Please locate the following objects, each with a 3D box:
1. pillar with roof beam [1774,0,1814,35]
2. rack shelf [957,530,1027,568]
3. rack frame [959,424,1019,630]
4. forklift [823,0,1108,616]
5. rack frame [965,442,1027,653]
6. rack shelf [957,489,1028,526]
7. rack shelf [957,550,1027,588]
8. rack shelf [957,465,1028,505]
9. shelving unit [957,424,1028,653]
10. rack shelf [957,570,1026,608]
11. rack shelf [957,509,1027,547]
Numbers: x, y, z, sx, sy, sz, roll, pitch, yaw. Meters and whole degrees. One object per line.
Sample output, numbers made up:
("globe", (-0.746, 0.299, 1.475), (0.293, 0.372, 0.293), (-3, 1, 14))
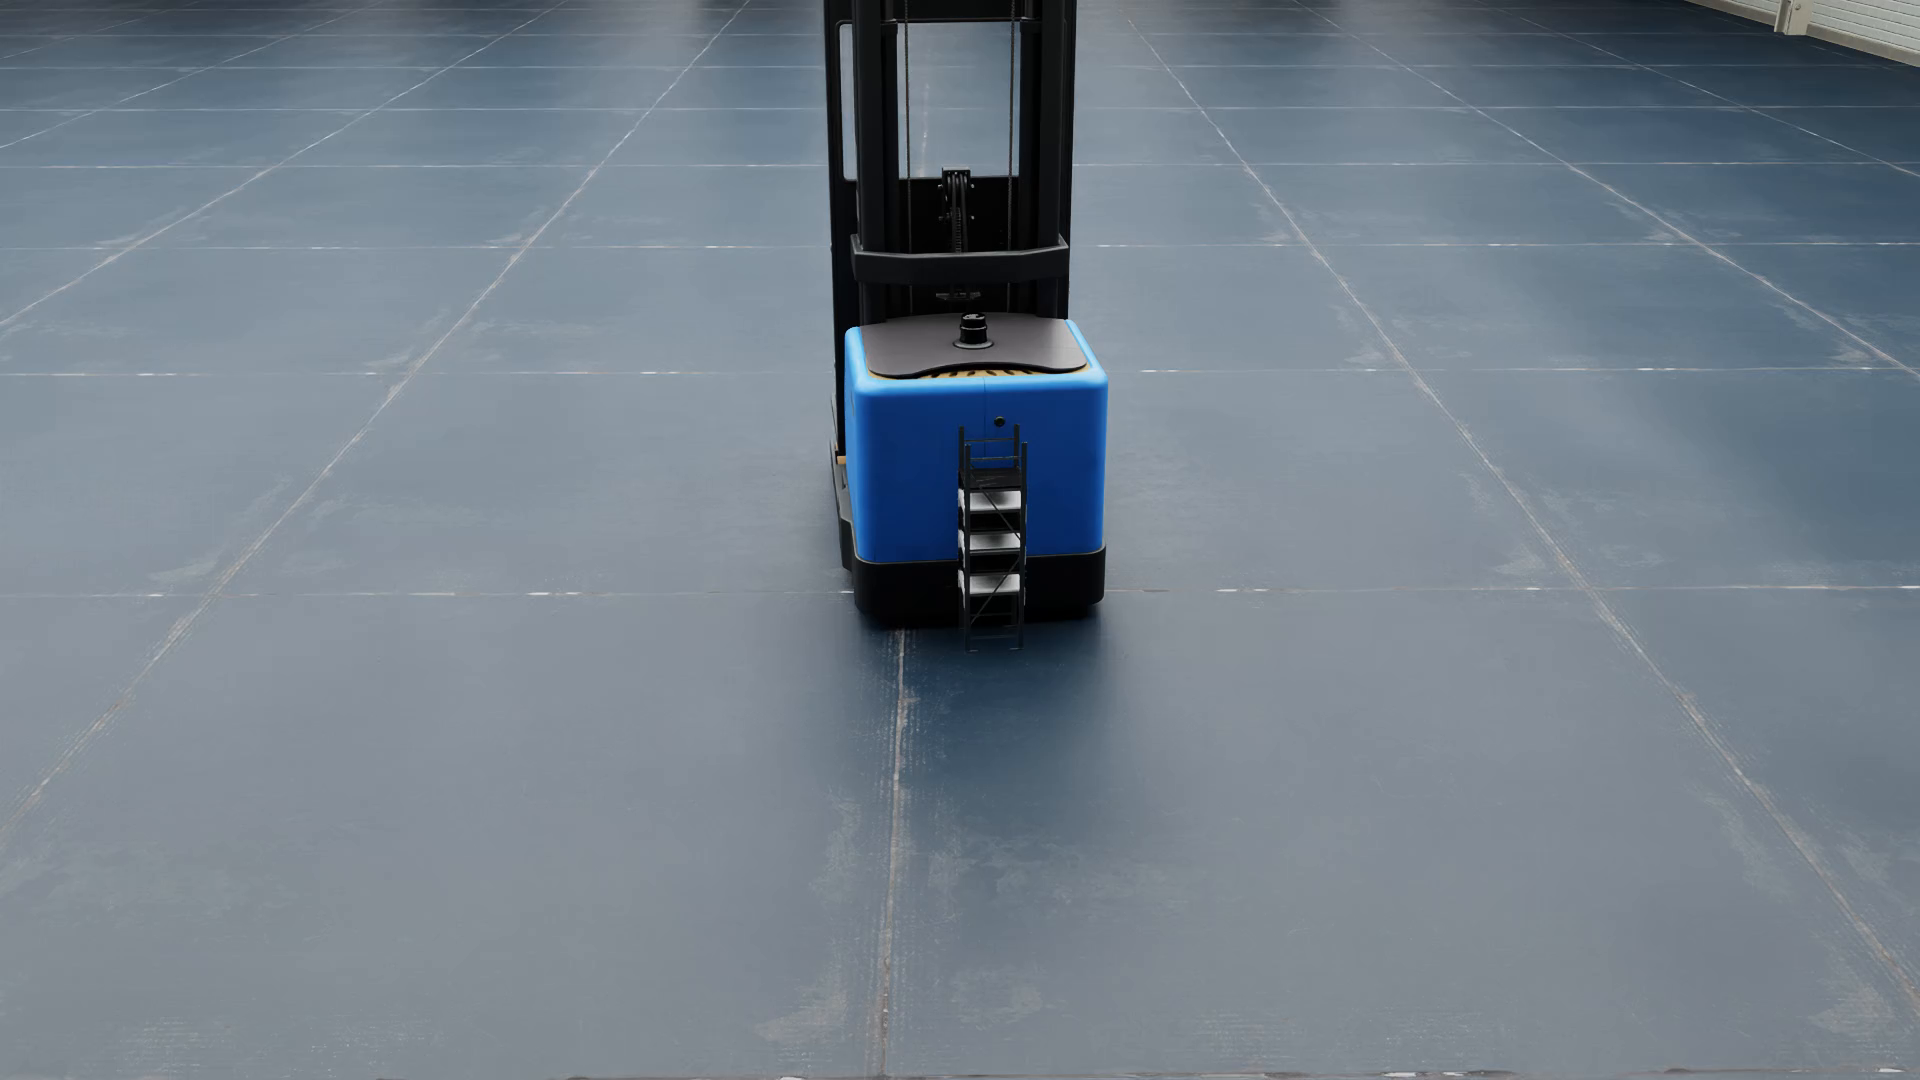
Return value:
("pillar with roof beam", (7.571, -11.328, 21.876), (9.100, 9.000, 0.400), (0, 24, -1))
("rack shelf", (0.127, 0.029, 6.676), (0.258, 0.077, 0.200), (-3, 24, -6))
("rack frame", (0.115, -0.043, 6.754), (0.240, 0.900, 0.006), (-3, 24, -6))
("forklift", (-0.071, -1.594, 7.717), (1.130, 2.935, 3.031), (-3, 24, -6))
("rack frame", (0.138, 0.040, 6.570), (0.240, 0.900, 0.006), (-3, 24, -6))
("rack shelf", (0.127, -0.135, 6.602), (0.258, 0.077, 0.200), (-3, 24, -6))
("rack shelf", (0.127, 0.111, 6.713), (0.258, 0.077, 0.200), (-3, 24, -6))
("rack shelf", (0.127, -0.217, 6.564), (0.258, 0.077, 0.200), (-3, 24, -6))
("shelving unit", (0.127, -0.002, 6.662), (0.258, 0.900, 0.210), (-3, 24, -6))
("rack shelf", (0.127, 0.193, 6.750), (0.258, 0.077, 0.200), (-3, 24, -6))
("rack shelf", (0.127, -0.053, 6.639), (0.258, 0.077, 0.200), (-3, 24, -6))
